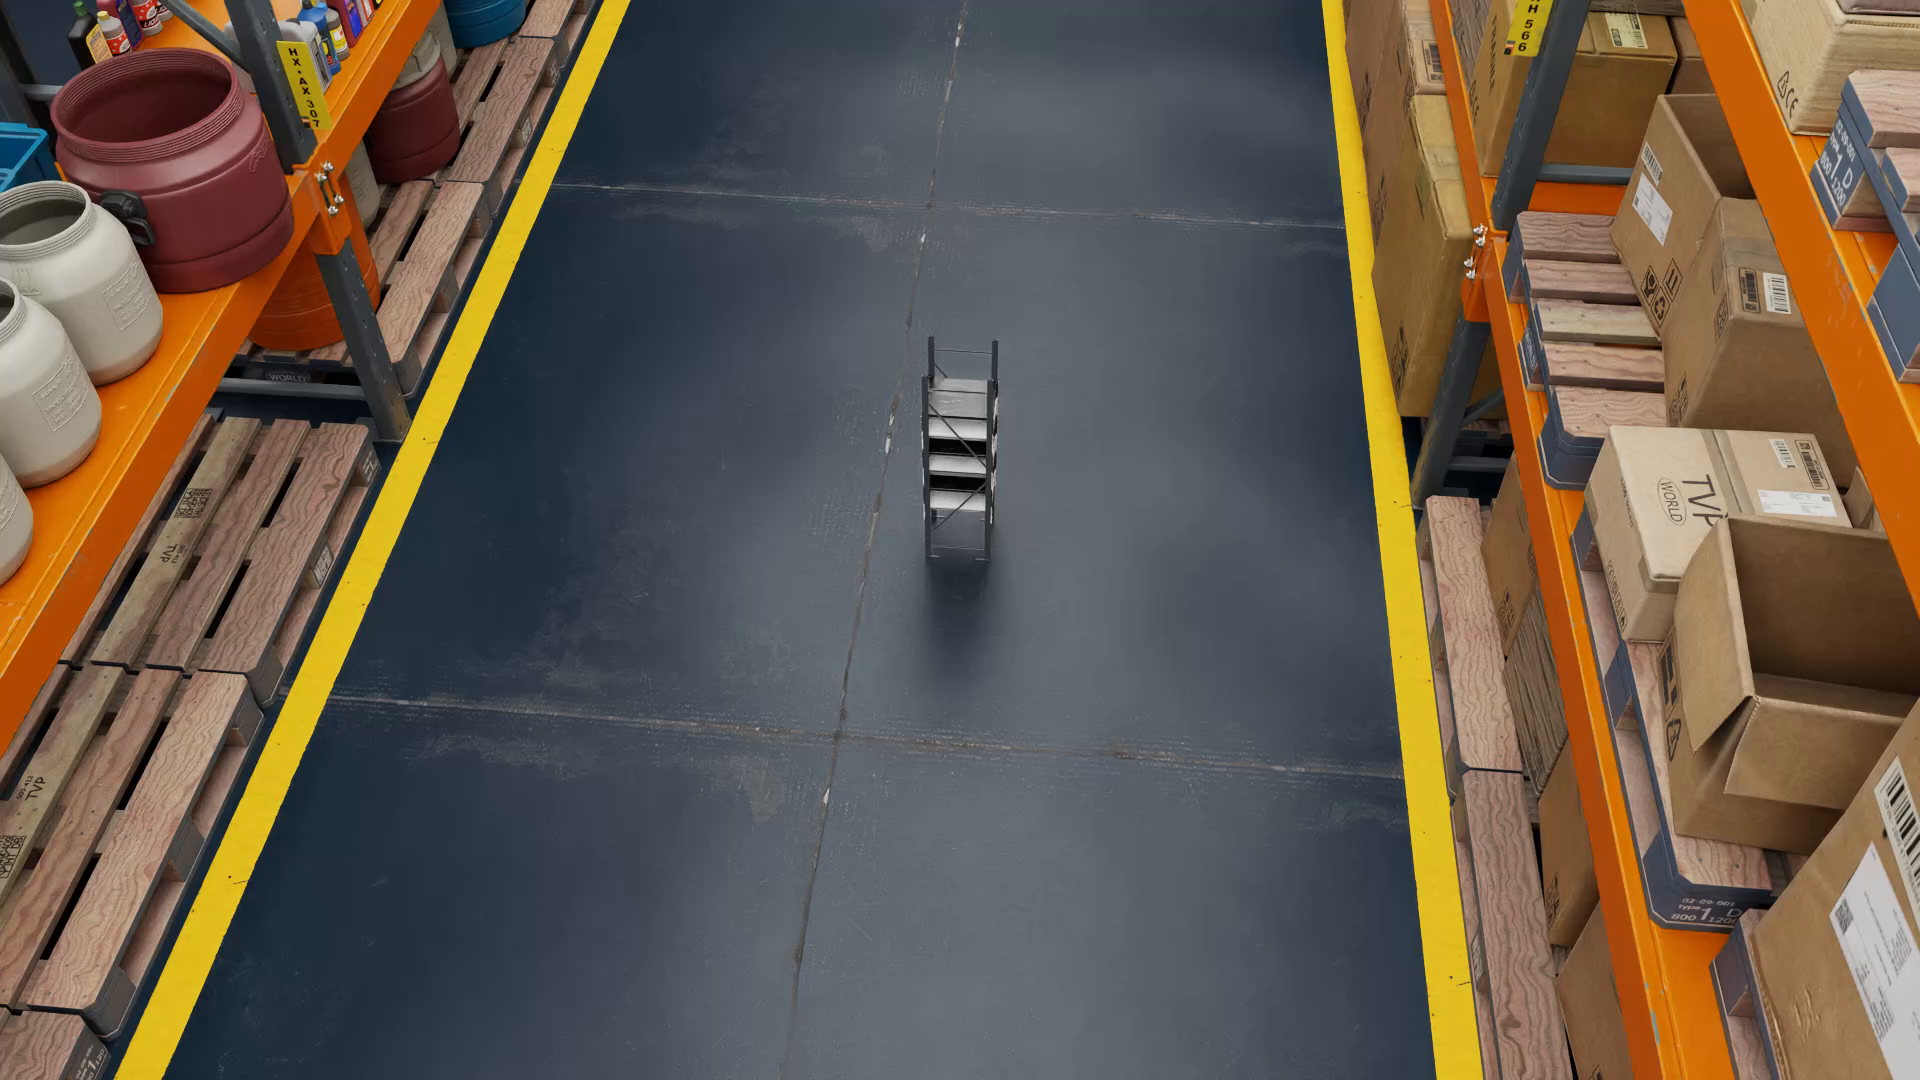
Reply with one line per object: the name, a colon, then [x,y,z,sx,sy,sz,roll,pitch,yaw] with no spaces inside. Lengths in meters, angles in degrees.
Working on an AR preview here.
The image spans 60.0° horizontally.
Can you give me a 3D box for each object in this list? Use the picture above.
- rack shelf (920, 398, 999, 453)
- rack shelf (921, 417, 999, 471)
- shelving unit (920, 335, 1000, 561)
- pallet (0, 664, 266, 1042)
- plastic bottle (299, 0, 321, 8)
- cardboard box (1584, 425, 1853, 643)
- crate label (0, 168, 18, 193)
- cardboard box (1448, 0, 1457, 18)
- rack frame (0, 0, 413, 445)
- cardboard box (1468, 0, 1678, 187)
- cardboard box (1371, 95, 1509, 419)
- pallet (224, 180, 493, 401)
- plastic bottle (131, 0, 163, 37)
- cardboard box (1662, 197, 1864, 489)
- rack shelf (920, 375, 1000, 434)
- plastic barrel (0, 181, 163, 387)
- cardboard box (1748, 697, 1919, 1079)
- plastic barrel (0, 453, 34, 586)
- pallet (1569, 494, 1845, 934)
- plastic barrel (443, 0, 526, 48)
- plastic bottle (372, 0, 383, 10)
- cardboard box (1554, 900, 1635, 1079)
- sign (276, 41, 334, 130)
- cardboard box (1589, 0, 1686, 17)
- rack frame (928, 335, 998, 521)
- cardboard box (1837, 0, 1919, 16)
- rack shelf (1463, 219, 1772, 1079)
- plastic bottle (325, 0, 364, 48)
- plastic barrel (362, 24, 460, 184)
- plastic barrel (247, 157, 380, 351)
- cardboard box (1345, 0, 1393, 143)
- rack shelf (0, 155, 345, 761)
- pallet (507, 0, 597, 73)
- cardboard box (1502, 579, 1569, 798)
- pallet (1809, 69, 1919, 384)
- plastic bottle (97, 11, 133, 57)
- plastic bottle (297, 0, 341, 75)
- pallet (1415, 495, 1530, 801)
rack shelf: [0.001,-0.409,5.815,0.258,0.077,0.200,4,48,4]
rack shelf: [0.001,-0.348,5.882,0.258,0.077,0.200,4,48,4]
shelving unit: [0.001,-0.310,5.923,0.258,0.900,0.210,4,48,4]
pallet: [-2.925,0.933,5.253,1.003,0.211,1.213,4,48,4]
plastic bottle: [-2.424,-2.033,6.211,0.097,0.201,0.097,0,48,0]
cardboard box: [1.849,-0.011,4.044,0.500,0.250,0.500,3,48,2]
crate label: [-3.062,-0.769,4.896,0.502,0.435,0.616,4,48,4]
cardboard box: [2.124,-2.296,6.250,0.500,0.500,0.500,2,48,2]
rack frame: [-2.702,-1.469,5.560,1.000,3.000,0.127,4,48,4]
cardboard box: [2.029,-1.549,5.566,0.500,0.500,0.500,5,48,5]
cardboard box: [2.314,-1.066,6.347,1.225,0.875,0.875,2,48,2]
pallet: [-2.671,-1.110,7.122,1.003,0.211,1.213,4,48,4]
plastic bottle: [-3.040,-1.981,6.163,0.097,0.201,0.097,0,48,0]
cardboard box: [2.270,-0.495,4.317,0.700,0.500,0.500,10,48,9]
rack shelf: [0.001,-0.469,5.749,0.258,0.077,0.200,4,48,4]
plastic barrel: [-2.583,-0.736,4.815,0.421,0.512,0.421,0,48,0]
cardboard box: [2.078,0.885,2.716,1.000,1.000,1.000,4,48,4]
plastic barrel: [-2.655,-0.121,4.235,0.433,0.535,0.433,0,48,0]
pallet: [2.091,0.387,3.994,1.003,0.211,1.213,4,48,4]
plastic barrel: [-2.468,-2.923,8.028,0.600,0.901,0.708,4,48,4]
plastic bottle: [-2.241,-2.161,6.273,0.061,0.283,0.133,4,48,4]
cardboard box: [2.056,1.289,4.434,0.700,0.500,0.500,0,48,0]
sign: [-2.153,-1.492,5.471,0.100,0.325,0.005,4,48,4]
cardboard box: [2.313,-2.044,5.339,0.797,0.503,0.637,5,48,5]
rack frame: [0.010,-0.384,5.992,0.240,0.900,0.006,4,48,4]
cardboard box: [1.843,-1.280,2.948,0.500,0.500,0.500,3,48,2]
rack shelf: [2.048,0.577,4.177,1.077,0.370,4.000,4,48,4]
plastic bottle: [-2.265,-1.964,6.093,0.061,0.283,0.133,4,48,4]
plastic barrel: [-2.571,-1.987,7.384,0.600,0.588,0.708,4,48,4]
plastic barrel: [-2.674,-1.239,6.536,0.600,0.830,0.708,4,48,4]
cardboard box: [2.476,-2.371,7.541,1.225,0.875,0.875,2,48,2]
rack shelf: [-2.884,0.244,4.482,1.077,0.370,4.000,4,48,4]
pallet: [-2.449,-2.903,8.762,1.003,0.211,1.213,4,48,4]
cardboard box: [2.152,0.462,5.191,0.700,0.500,0.500,0,48,0]
pallet: [2.120,-0.354,2.635,1.213,0.211,1.003,4,48,4]
plastic bottle: [-3.061,-1.811,6.008,0.097,0.201,0.097,0,48,0]
plastic bottle: [-2.303,-1.805,5.955,0.097,0.271,0.097,0,48,0]
pallet: [2.158,0.380,5.760,1.003,0.211,1.213,4,48,4]
